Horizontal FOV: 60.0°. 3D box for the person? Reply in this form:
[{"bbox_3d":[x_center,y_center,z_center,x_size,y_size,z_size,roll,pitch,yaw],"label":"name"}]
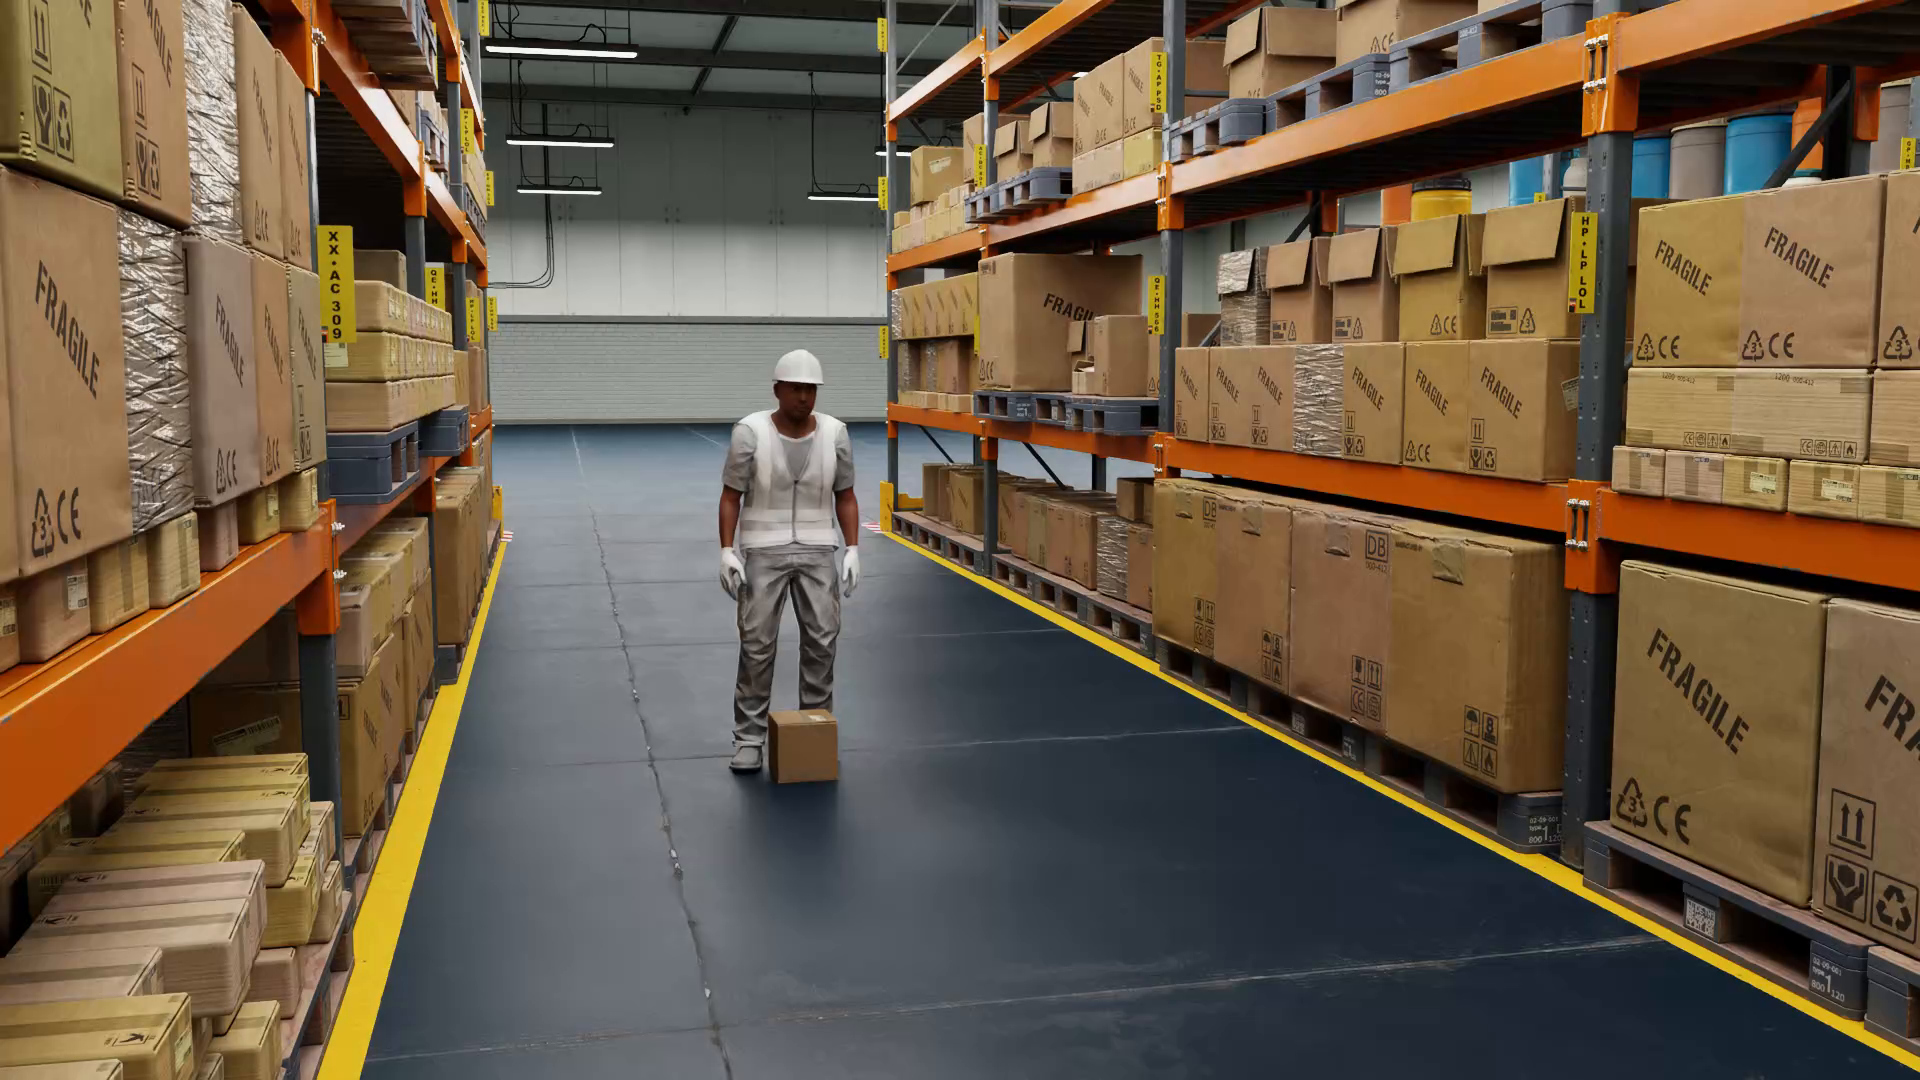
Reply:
[{"bbox_3d":[-0.722,0.081,7.089,0.617,1.772,0.452,-2,6,-16],"label":"person"}]
